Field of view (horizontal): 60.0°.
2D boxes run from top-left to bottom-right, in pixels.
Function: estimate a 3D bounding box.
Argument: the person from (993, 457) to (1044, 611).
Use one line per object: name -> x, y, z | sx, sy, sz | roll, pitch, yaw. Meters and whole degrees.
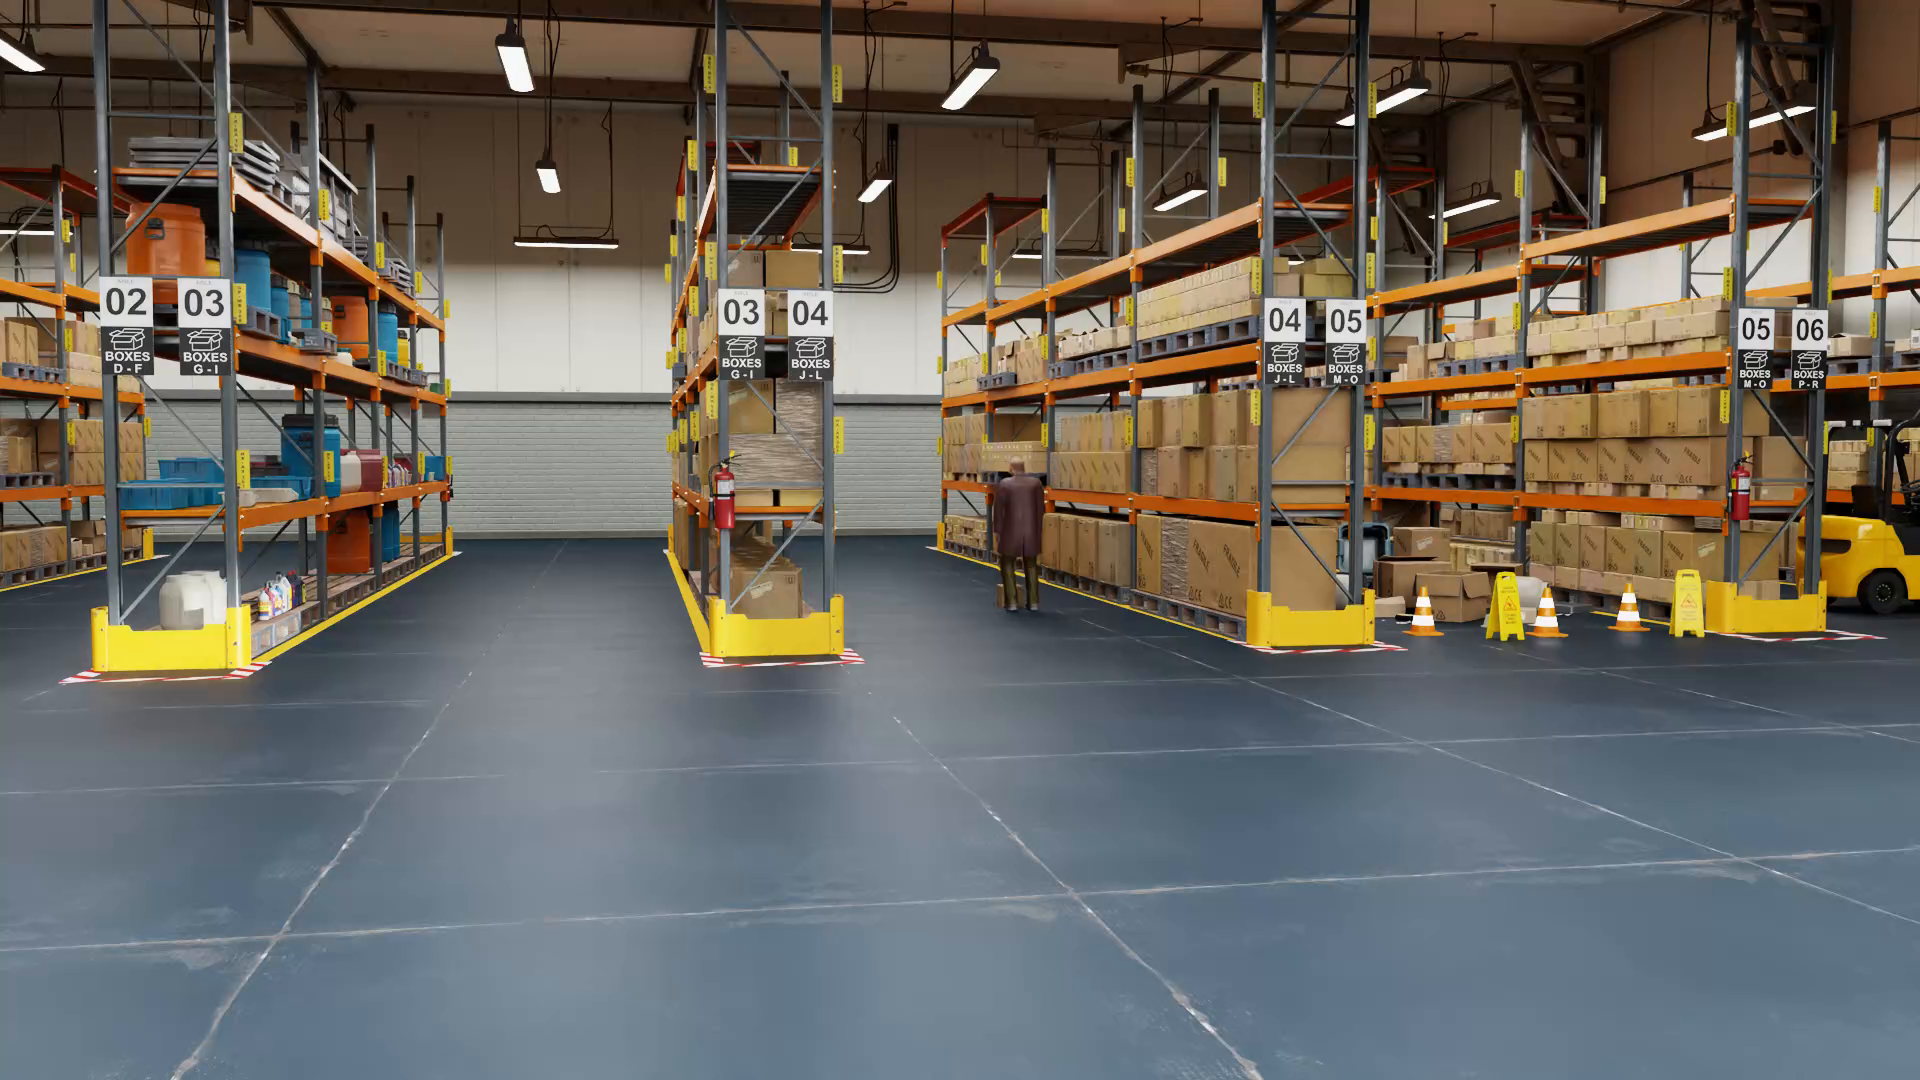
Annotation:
person -> 0.660, -0.062, 18.823 | 0.583, 1.740, 0.403 | -1, 3, -10
